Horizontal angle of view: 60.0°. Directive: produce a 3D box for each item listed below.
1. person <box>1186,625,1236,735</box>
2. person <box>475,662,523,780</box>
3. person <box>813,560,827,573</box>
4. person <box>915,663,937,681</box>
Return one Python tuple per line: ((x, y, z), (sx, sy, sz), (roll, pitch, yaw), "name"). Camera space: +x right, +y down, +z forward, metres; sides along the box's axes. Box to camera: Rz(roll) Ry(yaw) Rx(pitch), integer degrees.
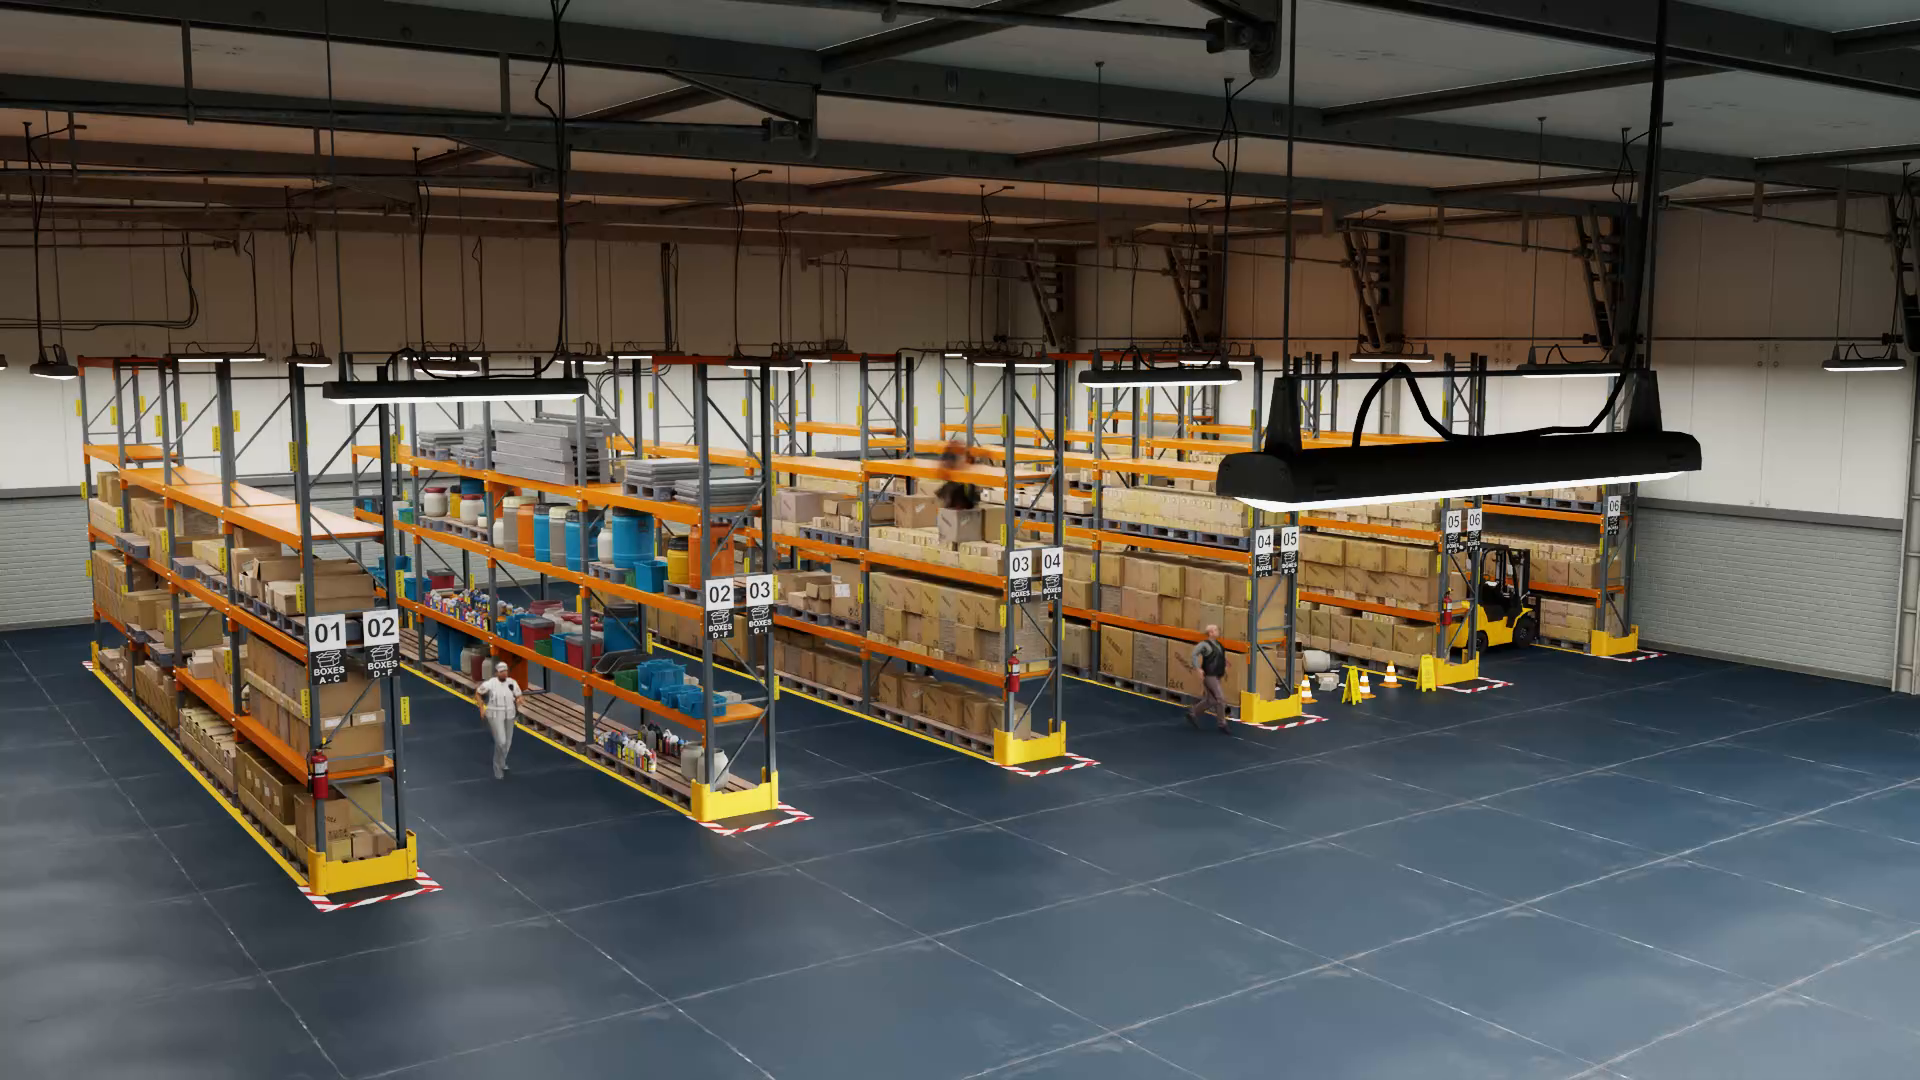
((4.118, 2.222, 26.860), (0.901, 1.701, 0.665), (5, 8, 34), "person")
((-6.617, 2.602, 24.060), (0.594, 1.701, 0.775), (-6, 9, -39), "person")
((-3.611, 0.383, 42.006), (0.752, 1.754, 0.670), (2, 7, 18), "person")
((-0.611, 1.831, 30.845), (0.542, 1.562, 0.580), (-6, 9, -41), "person")
